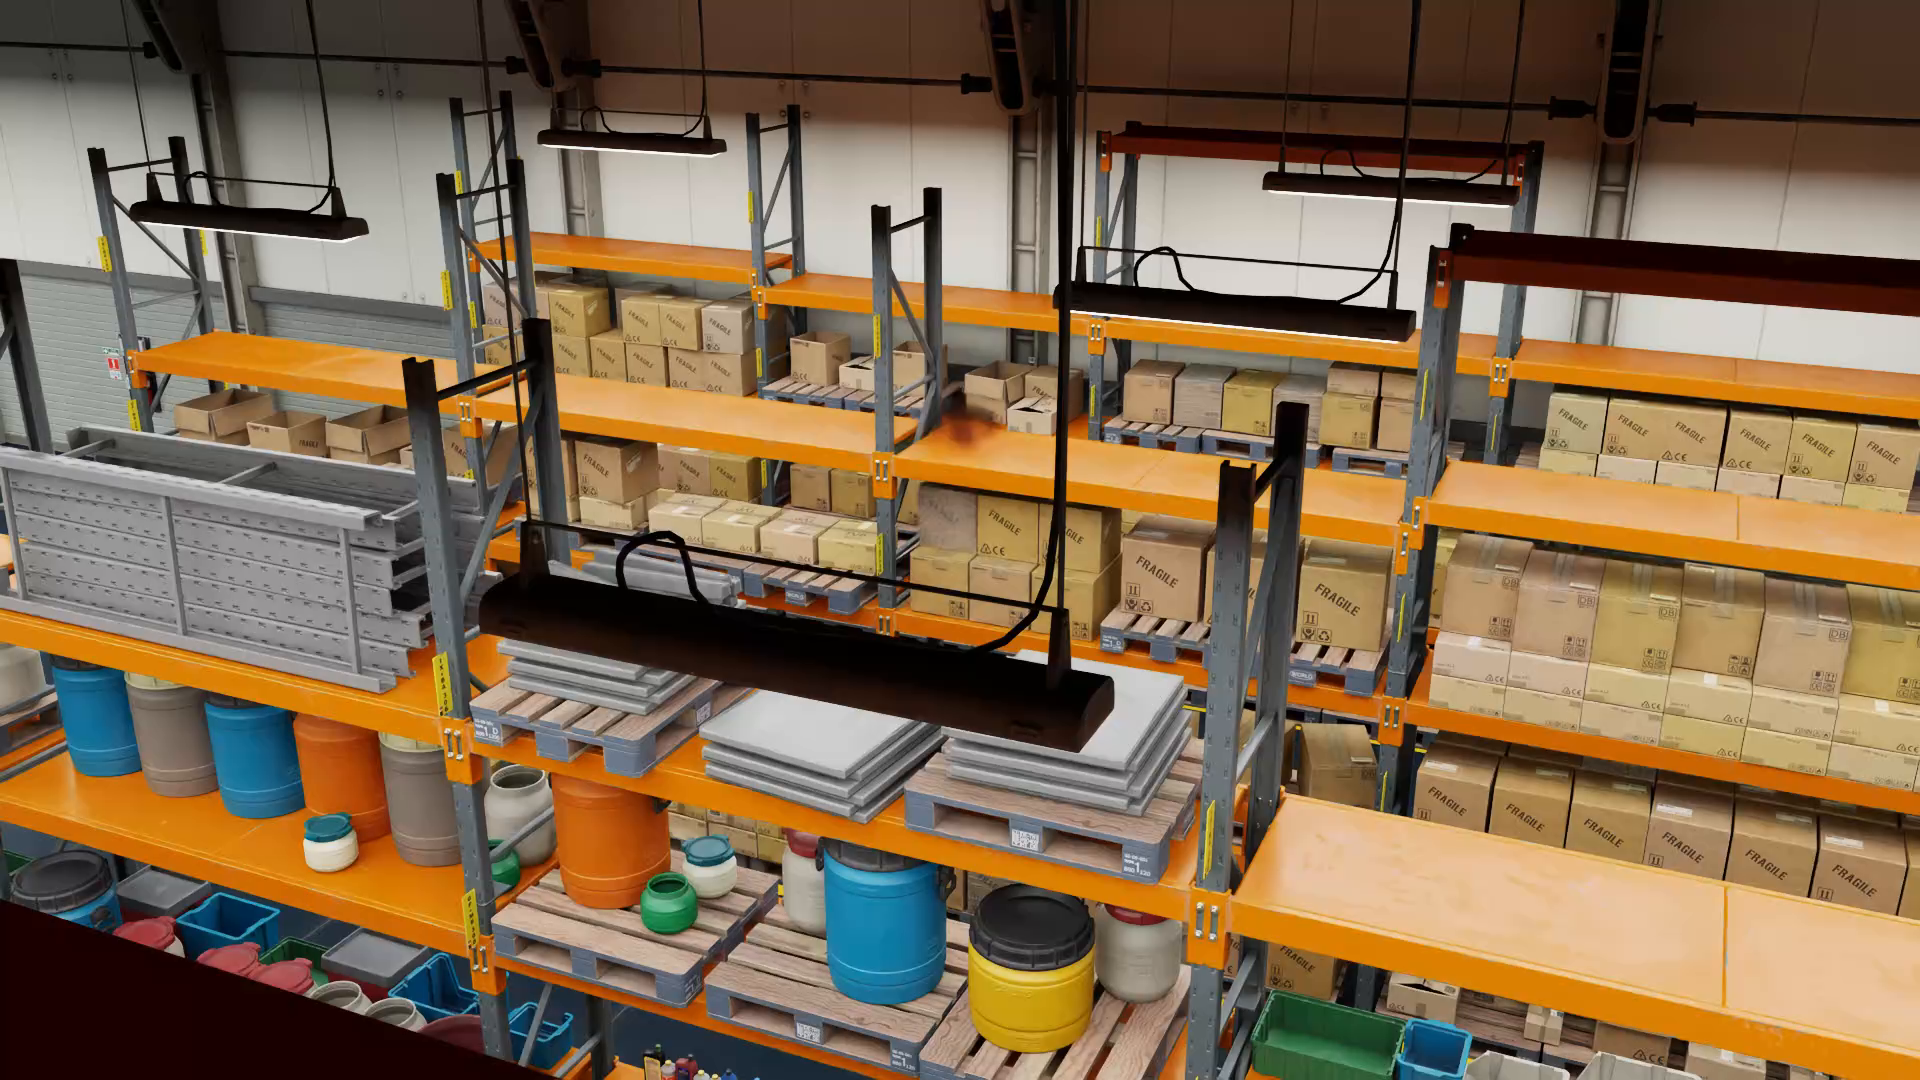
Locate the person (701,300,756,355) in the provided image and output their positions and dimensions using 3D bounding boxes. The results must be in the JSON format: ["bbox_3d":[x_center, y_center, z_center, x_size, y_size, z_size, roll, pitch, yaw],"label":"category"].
[{"bbox_3d":[-6.104,1.046,14.493,9.432,3.796,10.456,-3,21,-9],"label":"person"}]
